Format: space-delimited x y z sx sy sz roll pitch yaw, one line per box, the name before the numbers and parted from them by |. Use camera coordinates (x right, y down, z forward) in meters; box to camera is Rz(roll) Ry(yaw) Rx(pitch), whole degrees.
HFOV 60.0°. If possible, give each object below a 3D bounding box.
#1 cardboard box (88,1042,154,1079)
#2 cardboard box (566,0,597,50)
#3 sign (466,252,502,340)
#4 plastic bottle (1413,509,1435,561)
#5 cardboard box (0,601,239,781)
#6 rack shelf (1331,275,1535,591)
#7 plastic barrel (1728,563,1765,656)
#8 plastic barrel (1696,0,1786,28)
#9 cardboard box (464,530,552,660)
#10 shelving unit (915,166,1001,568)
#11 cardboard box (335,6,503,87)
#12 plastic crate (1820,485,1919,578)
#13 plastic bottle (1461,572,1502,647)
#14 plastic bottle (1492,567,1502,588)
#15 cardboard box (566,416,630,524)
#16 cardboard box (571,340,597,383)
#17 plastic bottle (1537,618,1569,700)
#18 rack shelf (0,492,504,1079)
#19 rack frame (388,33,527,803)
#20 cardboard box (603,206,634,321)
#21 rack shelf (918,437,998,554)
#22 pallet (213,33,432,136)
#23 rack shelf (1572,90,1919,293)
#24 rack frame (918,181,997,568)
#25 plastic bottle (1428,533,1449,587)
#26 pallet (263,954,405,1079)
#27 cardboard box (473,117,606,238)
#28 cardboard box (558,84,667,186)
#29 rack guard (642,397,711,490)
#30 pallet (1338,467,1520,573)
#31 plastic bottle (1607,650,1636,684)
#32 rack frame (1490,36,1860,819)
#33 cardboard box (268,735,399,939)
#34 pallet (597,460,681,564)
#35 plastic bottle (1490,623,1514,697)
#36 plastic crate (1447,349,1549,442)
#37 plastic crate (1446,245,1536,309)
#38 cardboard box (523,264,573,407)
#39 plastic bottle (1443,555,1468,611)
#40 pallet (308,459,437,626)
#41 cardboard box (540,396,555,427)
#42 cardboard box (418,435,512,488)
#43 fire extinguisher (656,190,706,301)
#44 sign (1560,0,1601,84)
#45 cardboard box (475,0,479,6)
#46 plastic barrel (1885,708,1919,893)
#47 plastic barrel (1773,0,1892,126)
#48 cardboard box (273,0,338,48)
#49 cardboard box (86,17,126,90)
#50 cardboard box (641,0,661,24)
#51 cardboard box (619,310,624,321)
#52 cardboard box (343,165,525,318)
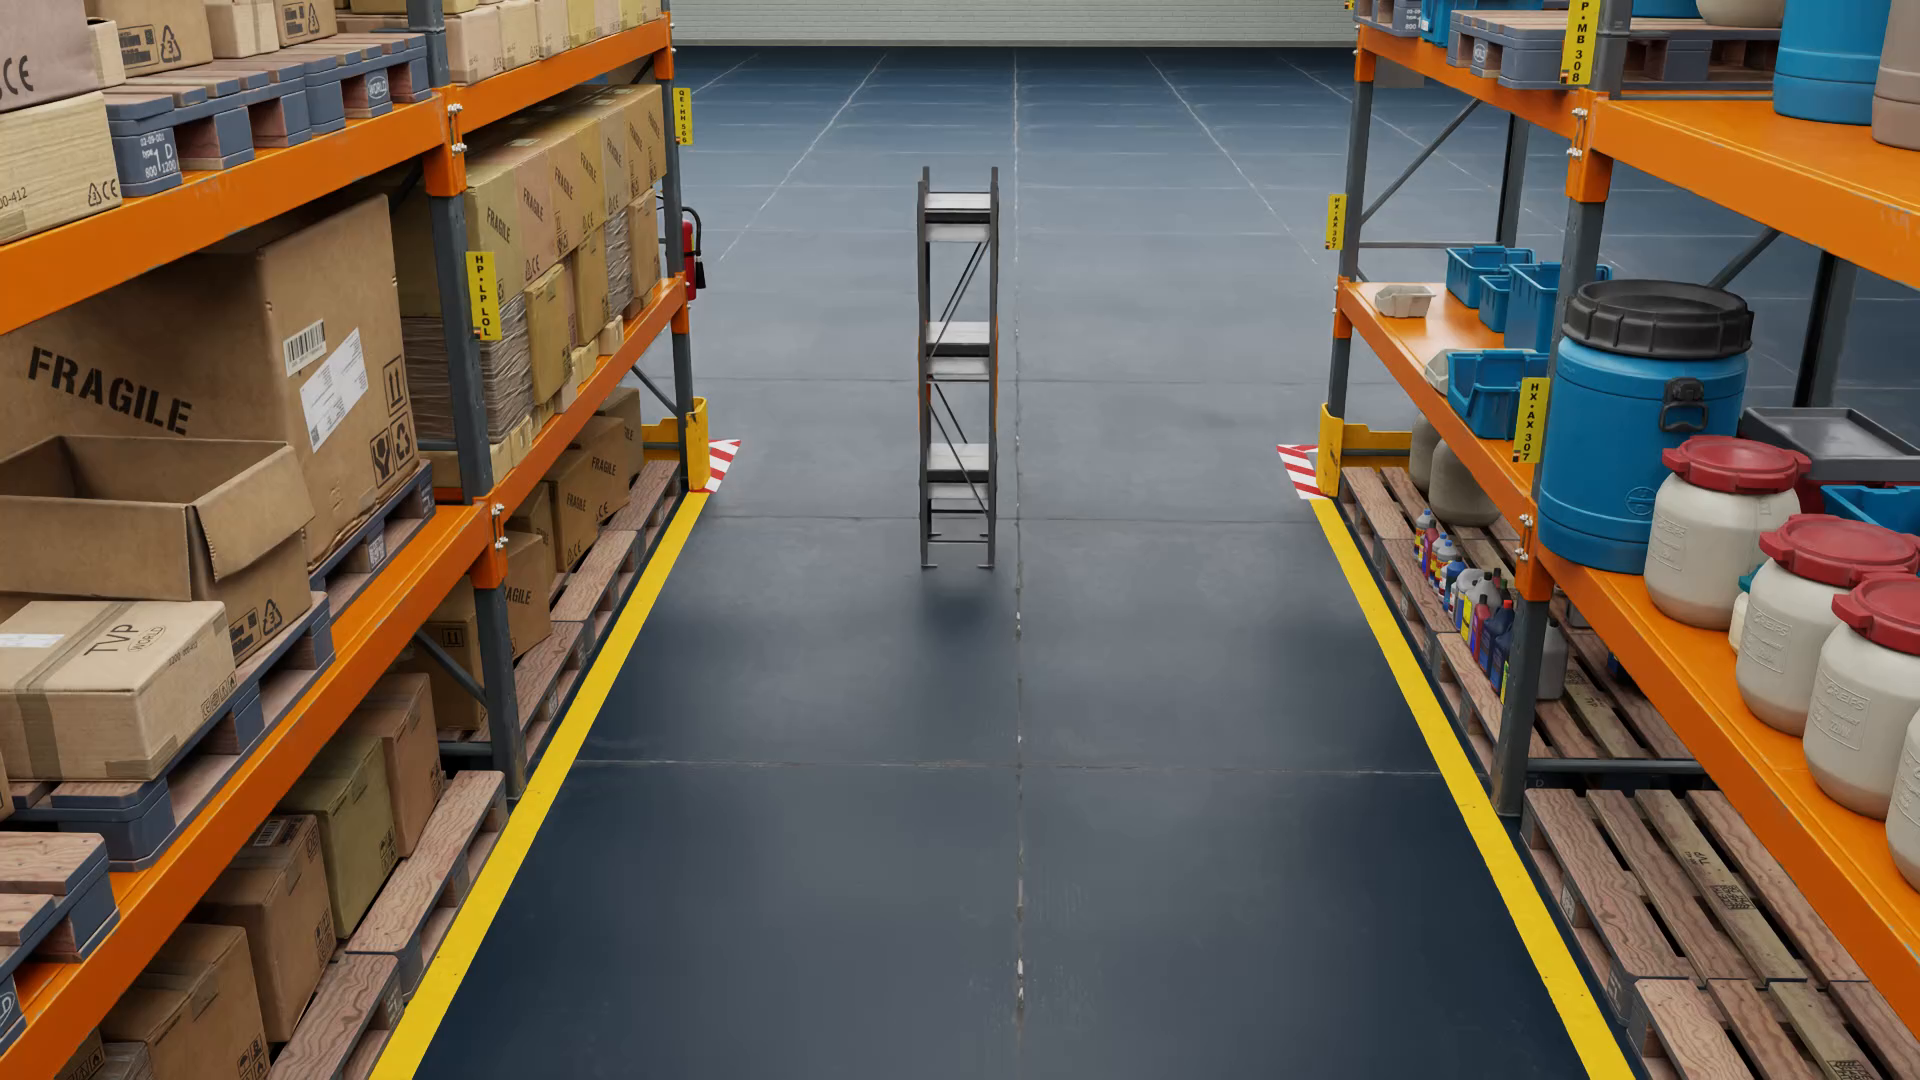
cardboard box | -2.412 1.608 4.086 0.700 0.500 0.500 -1 21 -3
cardboard box | -1.980 -2.406 7.643 0.500 0.250 0.500 0 21 1
sign | -1.740 -0.891 6.077 0.100 0.325 0.005 1 21 2
plastic bottle | 2.411 -0.029 8.619 0.097 0.271 0.097 0 21 0
cardboard box | -2.136 0.361 4.078 0.500 0.250 0.500 0 21 0
rack shelf | 2.717 -0.689 8.152 1.077 0.370 4.000 1 21 2
plastic barrel | 2.462 0.240 4.955 0.301 0.262 0.301 0 21 0
plastic barrel | 2.865 -2.101 5.916 0.421 0.512 0.421 0 21 0
cardboard box | -2.233 0.262 7.581 0.500 0.500 0.500 8 22 19
shelving unit | -0.005 -0.919 8.995 0.431 2.100 0.503 1 21 2
cardboard box | -2.025 -1.844 6.196 0.500 0.250 0.500 0 21 0
plastic crate | 2.933 0.108 5.125 0.392 0.384 0.575 1 21 2
plastic bottle | 2.403 0.306 7.646 0.144 0.351 0.185 1 21 1
plastic bottle | 2.518 0.280 7.807 0.061 0.283 0.133 1 21 2
cardboard box | -2.193 -0.390 9.263 0.500 0.500 0.500 6 22 16
cardboard box | -1.955 -0.856 7.934 0.380 0.149 0.250 1 21 2
plastic bottle | 2.531 0.494 7.162 0.144 0.351 0.185 1 21 2
rack shelf | -2.356 0.703 4.566 1.077 0.370 4.000 1 21 2
rack frame | -2.295 -0.356 6.299 1.000 3.000 0.127 1 21 2
cardboard box | -2.171 -1.426 8.509 0.875 0.500 0.500 1 21 2
rack shelf | -0.005 -0.254 9.253 0.431 0.518 0.480 1 21 2
pallet | -2.420 -1.445 5.218 1.213 0.211 1.003 1 21 2
rack shelf | 2.595 -0.641 3.882 1.077 0.370 4.000 1 21 2
rack frame | -0.012 -0.831 8.767 0.400 2.100 0.015 1 21 2
plastic bottle | 2.400 0.095 8.300 0.097 0.271 0.097 0 21 0
pallet | -2.351 1.668 4.938 1.003 0.211 1.213 1 21 2
cardboard box | -1.994 -1.710 7.857 0.500 0.500 0.500 1 21 2
cardboard box | -1.943 -2.252 9.254 0.500 0.500 0.500 1 21 2
rack guard | -2.176 -0.609 10.408 1.175 0.500 0.348 1 21 2
pallet | 2.792 -0.126 9.561 1.003 0.211 1.213 1 21 2
plastic bottle | 2.951 0.440 7.303 0.144 0.351 0.185 1 21 2
rack frame | 2.656 -0.301 6.159 1.000 3.000 0.127 1 21 2
cardboard box | -2.368 0.999 5.656 0.700 0.500 0.500 1 21 1
pallet | -2.236 -0.181 9.704 1.003 0.211 1.213 1 21 2
plastic bottle | 2.387 0.493 7.167 0.144 0.351 0.185 0 21 0
plastic crate | 2.418 -0.635 7.225 0.499 0.251 0.616 1 21 2
plastic crate | 3.061 -1.494 9.438 0.499 0.251 0.616 1 21 2
cardboard box | -2.169 -0.883 7.110 0.875 0.500 0.500 1 21 2
plastic bottle | 2.391 0.205 8.018 0.097 0.271 0.097 0 21 0
pallet | -2.464 0.008 5.626 1.003 0.211 1.213 1 21 2
cardboard box | -1.989 -0.584 7.236 0.380 0.149 0.250 1 21 2
cardboard box | -1.988 -0.313 6.536 0.380 0.149 0.250 1 21 2
fire extinguisher | -1.709 -1.802 10.134 0.296 0.674 0.183 1 21 2
sign | 2.106 -1.714 5.640 0.100 0.325 0.005 1 21 2
cardboard box | -2.037 -2.081 6.256 0.380 0.149 0.250 0 21 -1
plastic barrel | 2.365 0.566 3.768 0.421 0.512 0.421 0 21 0
plastic barrel | 2.857 -1.747 5.045 0.600 0.901 0.708 1 21 2
cardboard box | -2.408 -1.829 5.227 0.797 0.503 0.637 0 21 -1
cardboard box | -2.252 -1.162 3.973 0.380 0.166 0.250 0 21 0
cardboard box | -1.934 -2.953 9.055 0.500 0.250 0.500 1 21 3
cardboard box | -2.012 -1.218 8.869 0.380 0.149 0.250 1 21 2
cardboard box | -2.027 -1.167 6.458 0.500 0.500 0.500 1 21 2
